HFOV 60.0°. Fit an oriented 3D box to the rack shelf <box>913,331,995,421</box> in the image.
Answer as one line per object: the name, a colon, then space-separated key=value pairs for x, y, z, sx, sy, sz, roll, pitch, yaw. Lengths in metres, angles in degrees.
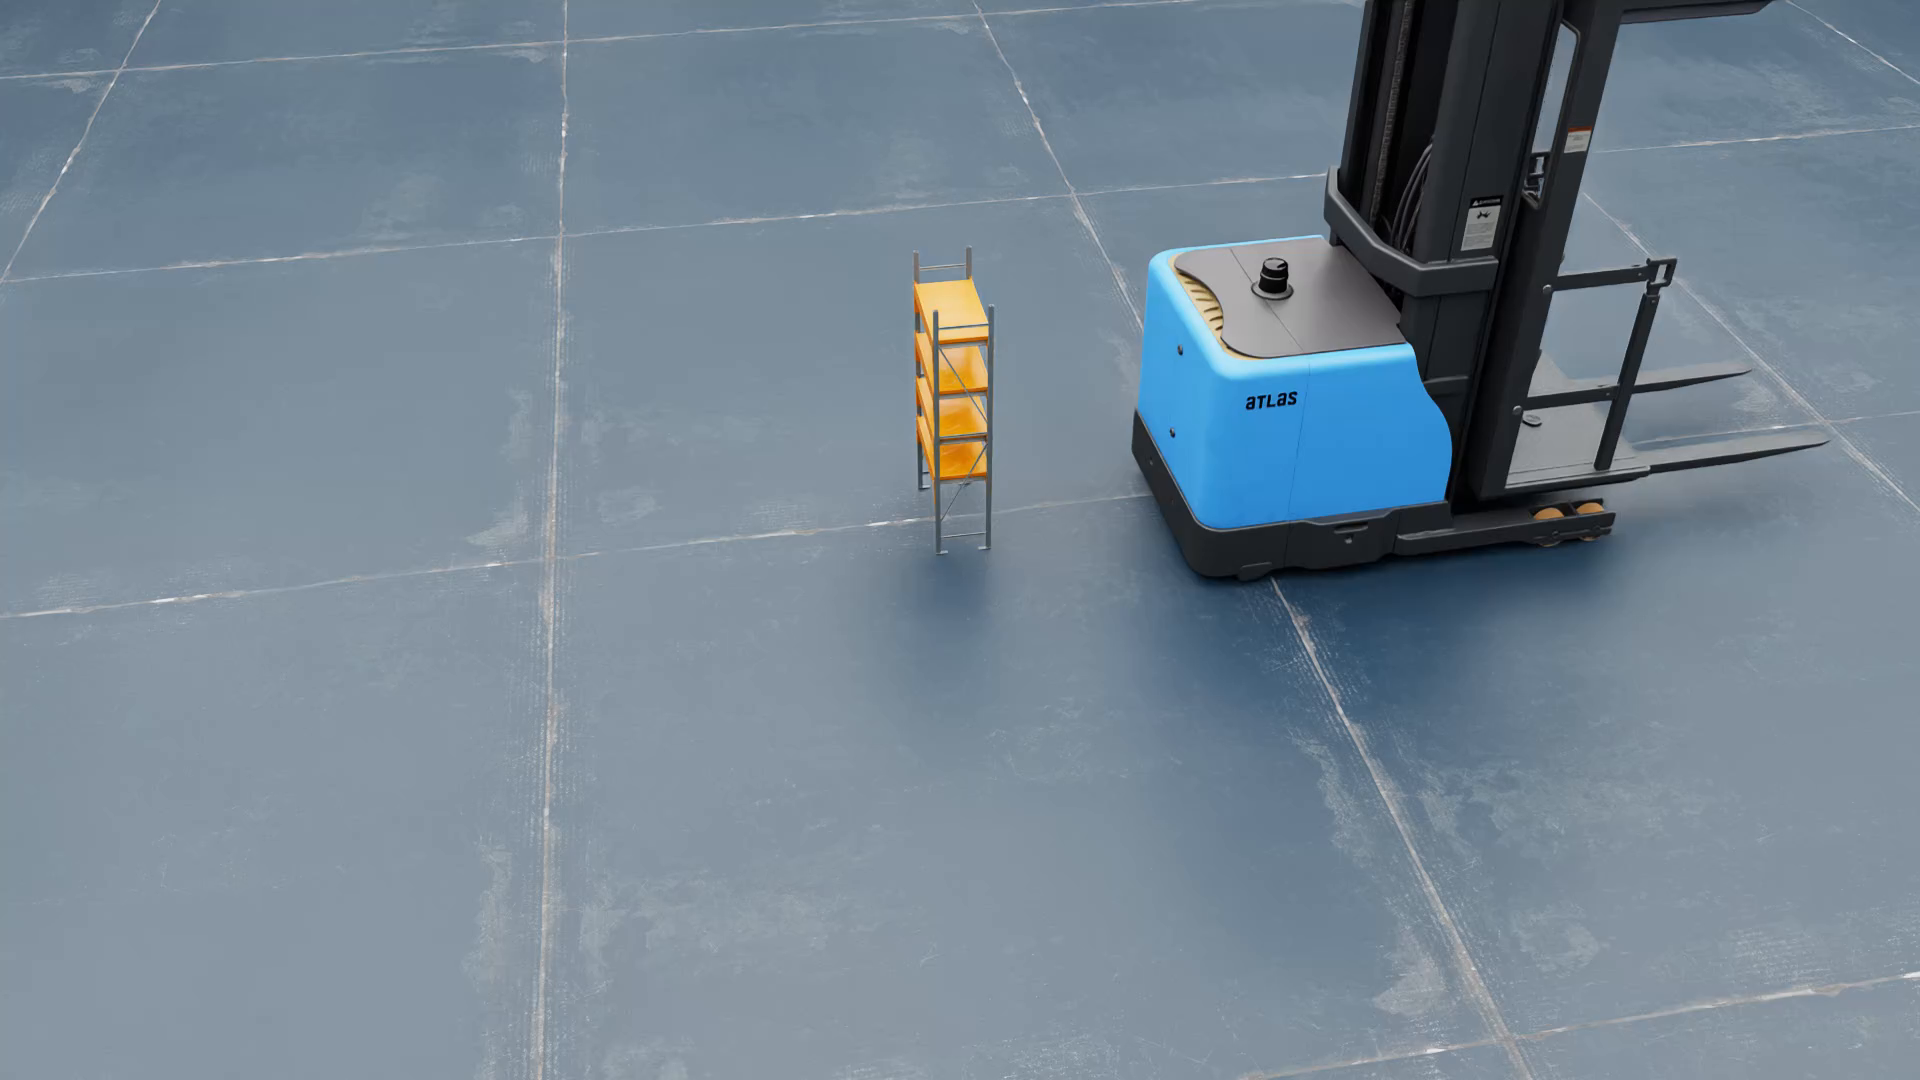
rack shelf: x=-0.029 y=-0.697 z=6.915 sx=0.258 sy=0.148 sz=0.480 roll=-6 pitch=38 yaw=-8

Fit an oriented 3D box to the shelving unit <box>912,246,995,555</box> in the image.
shelving unit: x=-0.029 y=-0.574 z=7.011 sx=0.258 sy=1.200 sz=0.503 roll=-6 pitch=38 yaw=-8

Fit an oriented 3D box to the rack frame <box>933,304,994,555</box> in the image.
rack frame: x=0.014 y=-0.426 z=6.821 sx=0.240 sy=1.200 sz=0.015 roll=-6 pitch=38 yaw=-8

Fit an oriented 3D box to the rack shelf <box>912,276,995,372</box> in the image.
rack shelf: x=-0.029 y=-0.884 z=6.770 sx=0.258 sy=0.148 sz=0.480 roll=-6 pitch=38 yaw=-8

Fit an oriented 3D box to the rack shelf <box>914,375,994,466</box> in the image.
rack shelf: x=-0.029 y=-0.521 z=7.052 sx=0.258 sy=0.148 sz=0.480 roll=-6 pitch=38 yaw=-8

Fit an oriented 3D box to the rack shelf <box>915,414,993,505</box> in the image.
rack shelf: x=-0.029 y=-0.364 z=7.174 sx=0.258 sy=0.148 sz=0.480 roll=-6 pitch=38 yaw=-8

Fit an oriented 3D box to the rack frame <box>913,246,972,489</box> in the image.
rack frame: x=-0.072 y=-0.721 z=7.200 sx=0.240 sy=1.200 sz=0.015 roll=-6 pitch=38 yaw=-8

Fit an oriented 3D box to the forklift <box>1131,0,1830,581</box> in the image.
forklift: x=2.361 y=-1.440 z=6.714 sx=3.031 sy=2.935 sz=1.130 roll=-7 pitch=38 yaw=-9
